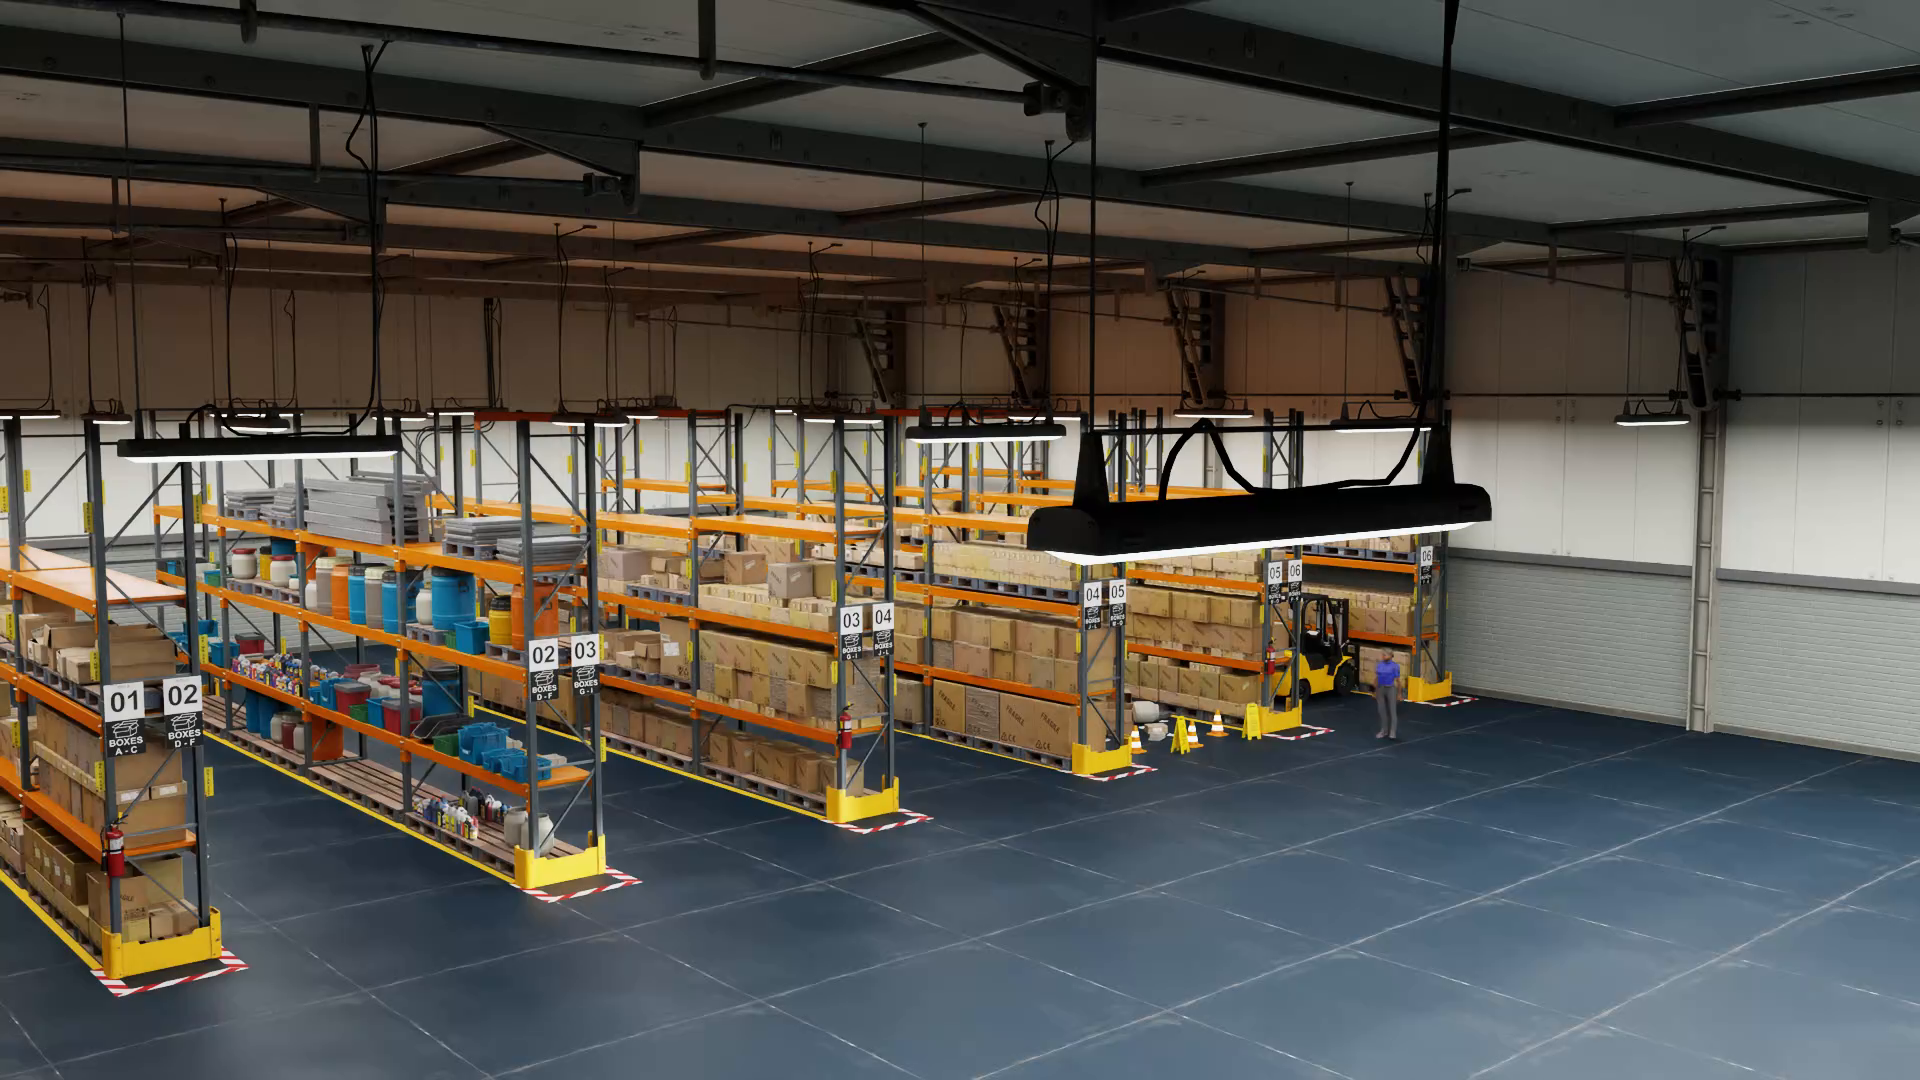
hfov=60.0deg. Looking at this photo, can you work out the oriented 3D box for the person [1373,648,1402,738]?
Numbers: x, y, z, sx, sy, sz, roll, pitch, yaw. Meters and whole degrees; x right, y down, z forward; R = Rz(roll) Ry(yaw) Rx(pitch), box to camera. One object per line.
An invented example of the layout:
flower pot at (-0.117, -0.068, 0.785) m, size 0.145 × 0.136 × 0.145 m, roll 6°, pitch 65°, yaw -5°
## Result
person at (7.881, 2.827, 30.610) m, size 0.558 × 1.697 × 0.348 m, roll 4°, pitch 6°, yaw 36°
